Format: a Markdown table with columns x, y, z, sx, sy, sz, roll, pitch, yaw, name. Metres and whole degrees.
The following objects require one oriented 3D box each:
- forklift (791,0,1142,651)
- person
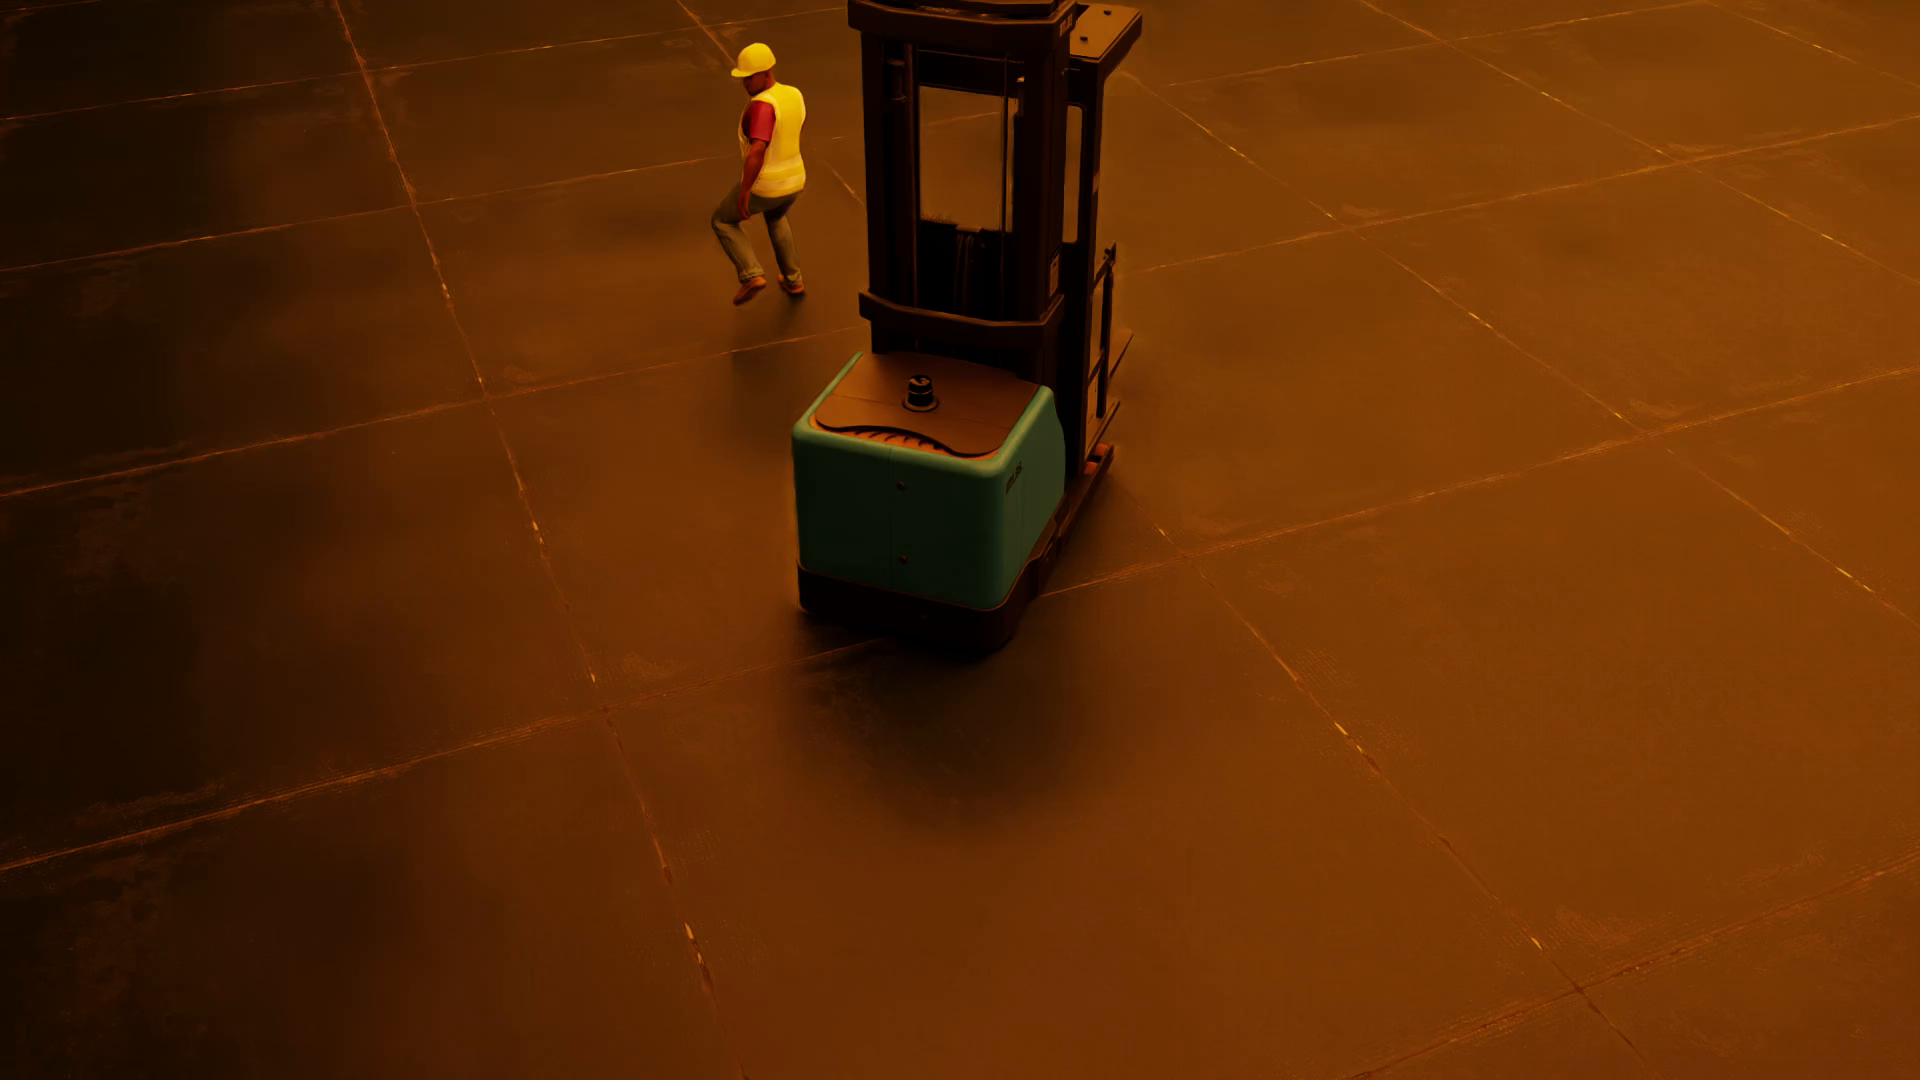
| x | y | z | sx | sy | sz | roll | pitch | yaw | name |
| --- | --- | --- | --- | --- | --- | --- | --- | --- | --- |
| 0.203 | -1.527 | 8.245 | 1.130 | 2.935 | 3.031 | 12 | 37 | 16 | forklift |
| -1.235 | -2.265 | 10.393 | 0.621 | 1.664 | 0.859 | 26 | 43 | 31 | person |
